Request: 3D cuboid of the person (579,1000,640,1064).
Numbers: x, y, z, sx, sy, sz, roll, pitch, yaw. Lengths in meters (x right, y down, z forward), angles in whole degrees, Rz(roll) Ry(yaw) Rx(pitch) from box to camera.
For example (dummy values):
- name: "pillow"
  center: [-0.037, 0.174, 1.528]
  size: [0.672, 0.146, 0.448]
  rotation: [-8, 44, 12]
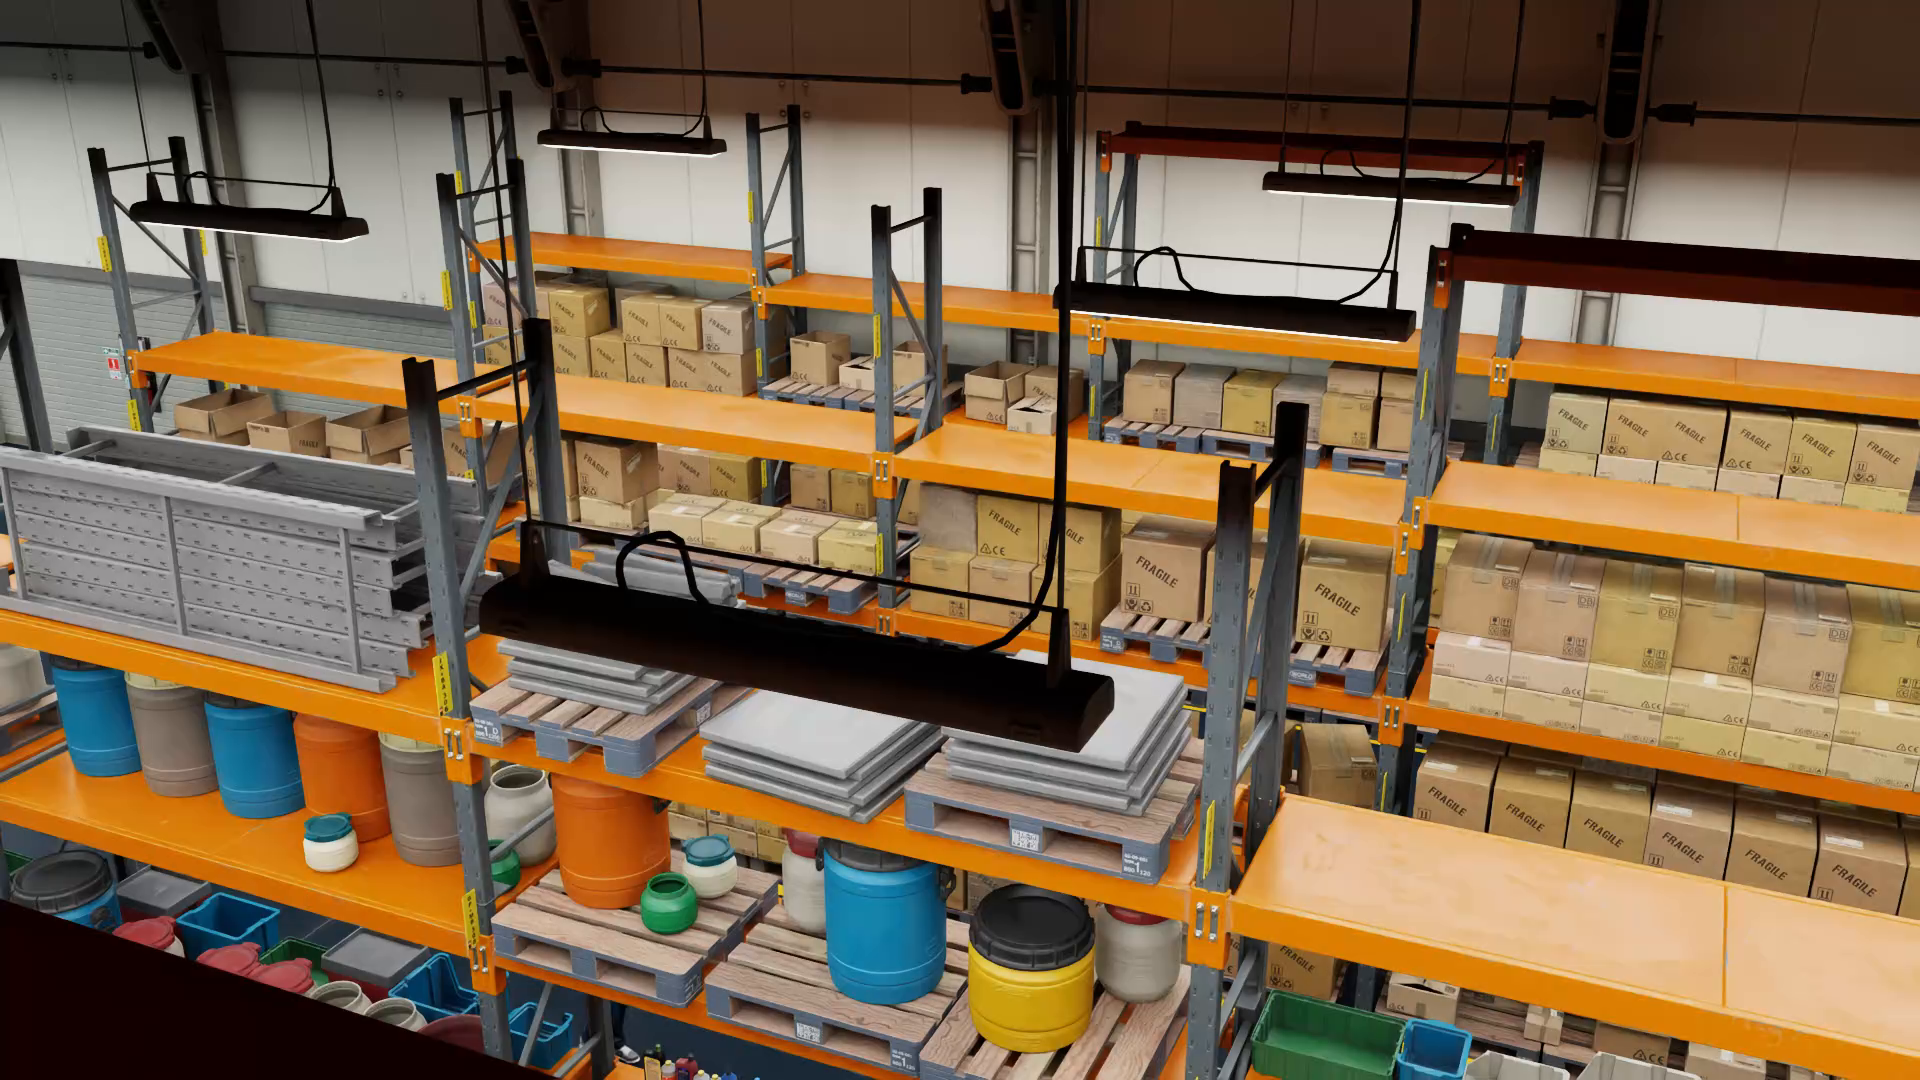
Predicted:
- name: "person"
  center: [-2.591, 3.115, 12.134]
  size: [0.440, 1.597, 0.470]
  rotation: [10, 23, 24]
